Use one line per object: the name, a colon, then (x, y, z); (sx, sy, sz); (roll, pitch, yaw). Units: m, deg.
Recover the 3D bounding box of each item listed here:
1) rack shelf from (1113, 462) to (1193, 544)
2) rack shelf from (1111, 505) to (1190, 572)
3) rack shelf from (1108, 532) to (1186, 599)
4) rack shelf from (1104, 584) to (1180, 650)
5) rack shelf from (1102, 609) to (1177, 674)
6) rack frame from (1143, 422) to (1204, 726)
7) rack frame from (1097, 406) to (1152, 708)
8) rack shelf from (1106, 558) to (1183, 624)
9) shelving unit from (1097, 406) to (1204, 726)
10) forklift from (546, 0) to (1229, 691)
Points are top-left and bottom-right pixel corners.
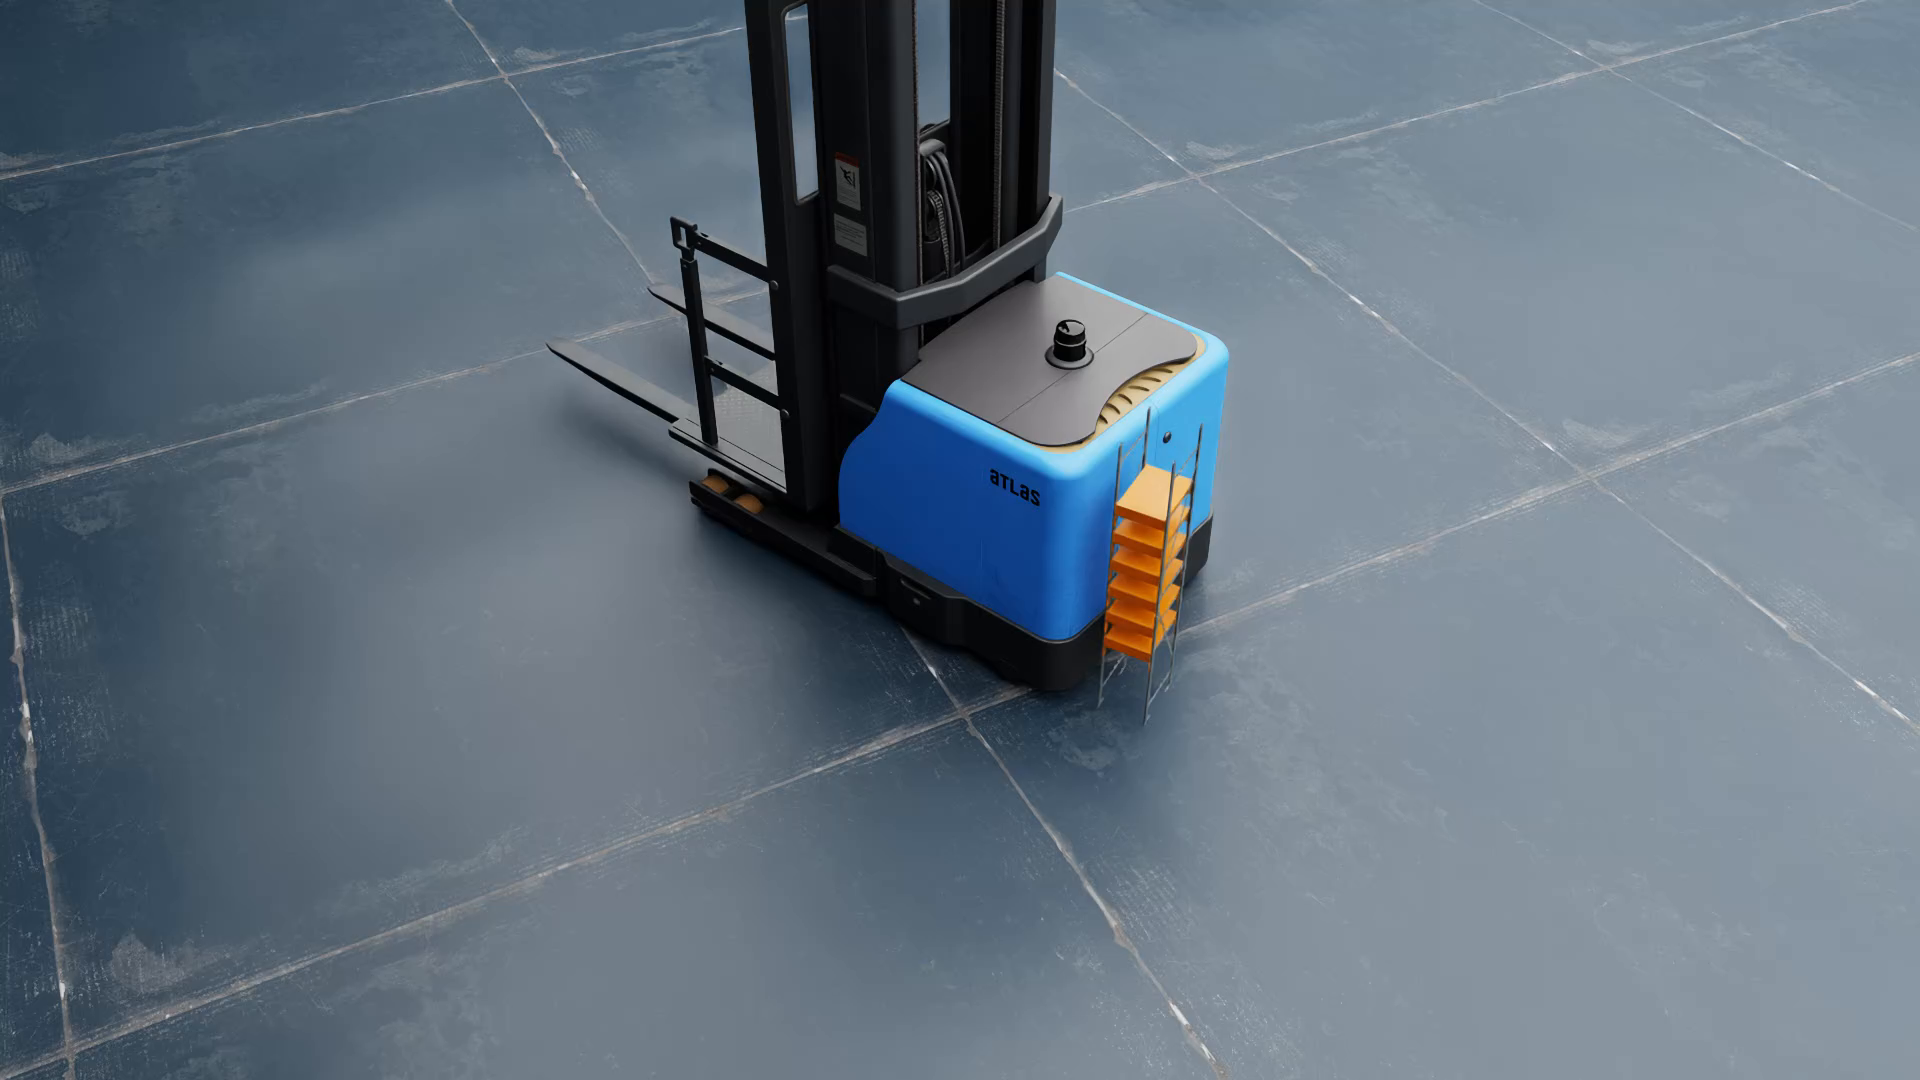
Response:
rack shelf: (0.641, -0.123, 5.475); (0.180, 0.103, 0.258); (20, 45, 21)
rack shelf: (0.640, -0.032, 5.553); (0.180, 0.103, 0.258); (20, 45, 21)
rack shelf: (0.640, 0.058, 5.632); (0.180, 0.103, 0.258); (20, 45, 21)
rack shelf: (0.639, 0.240, 5.789); (0.180, 0.103, 0.258); (20, 45, 21)
rack shelf: (0.638, 0.330, 5.868); (0.180, 0.103, 0.258); (20, 45, 21)
rack frame: (0.720, 0.145, 5.648); (0.006, 1.200, 0.240); (20, 45, 21)
rack frame: (0.559, 0.086, 5.715); (0.006, 1.200, 0.240); (20, 45, 21)
rack shelf: (0.639, 0.149, 5.711); (0.180, 0.103, 0.258); (20, 45, 21)
shelving unit: (0.639, 0.115, 5.682); (0.189, 1.200, 0.258); (20, 45, 21)
forklift: (-0.480, -1.375, 6.106); (3.031, 2.935, 1.130); (28, 48, 29)
